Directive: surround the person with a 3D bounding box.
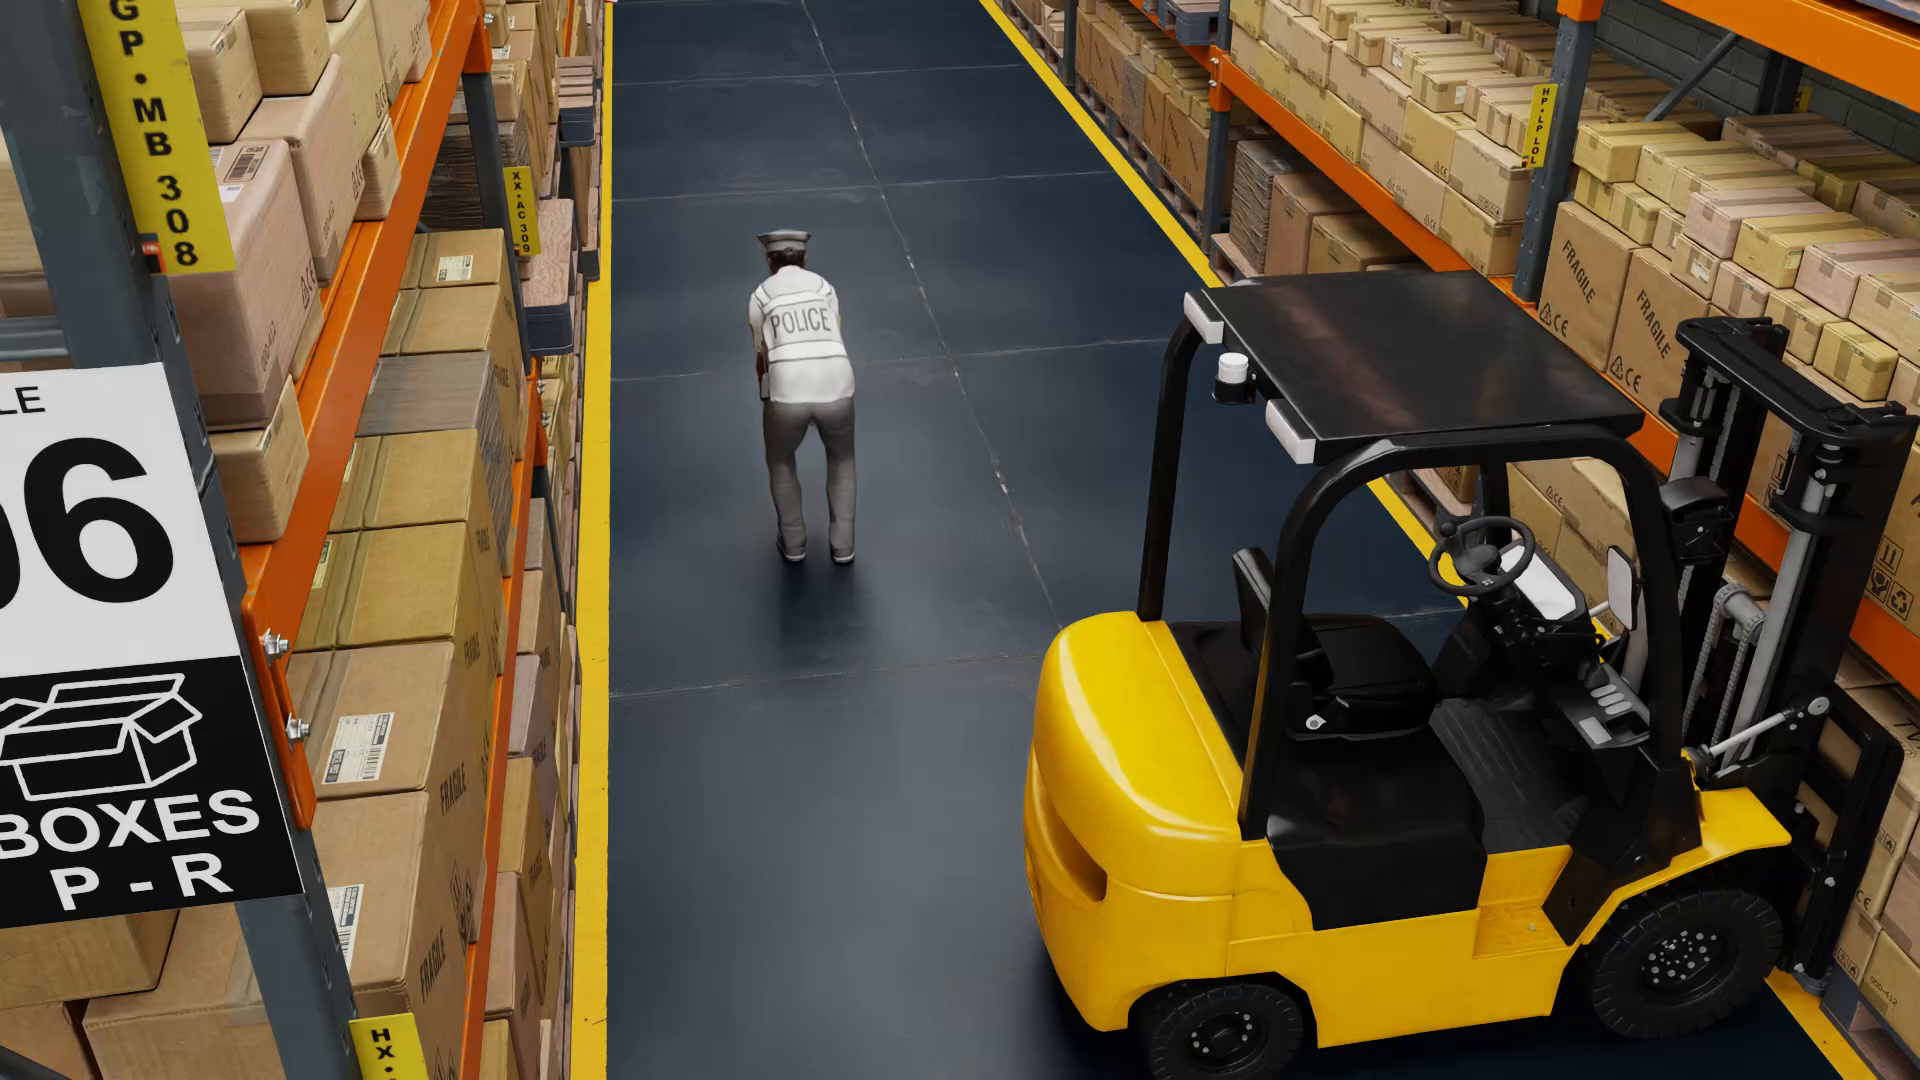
[{"bbox_3d":[-0.704,-0.635,7.438,0.418,1.422,0.809,-6,31,-10],"label":"person"}]
